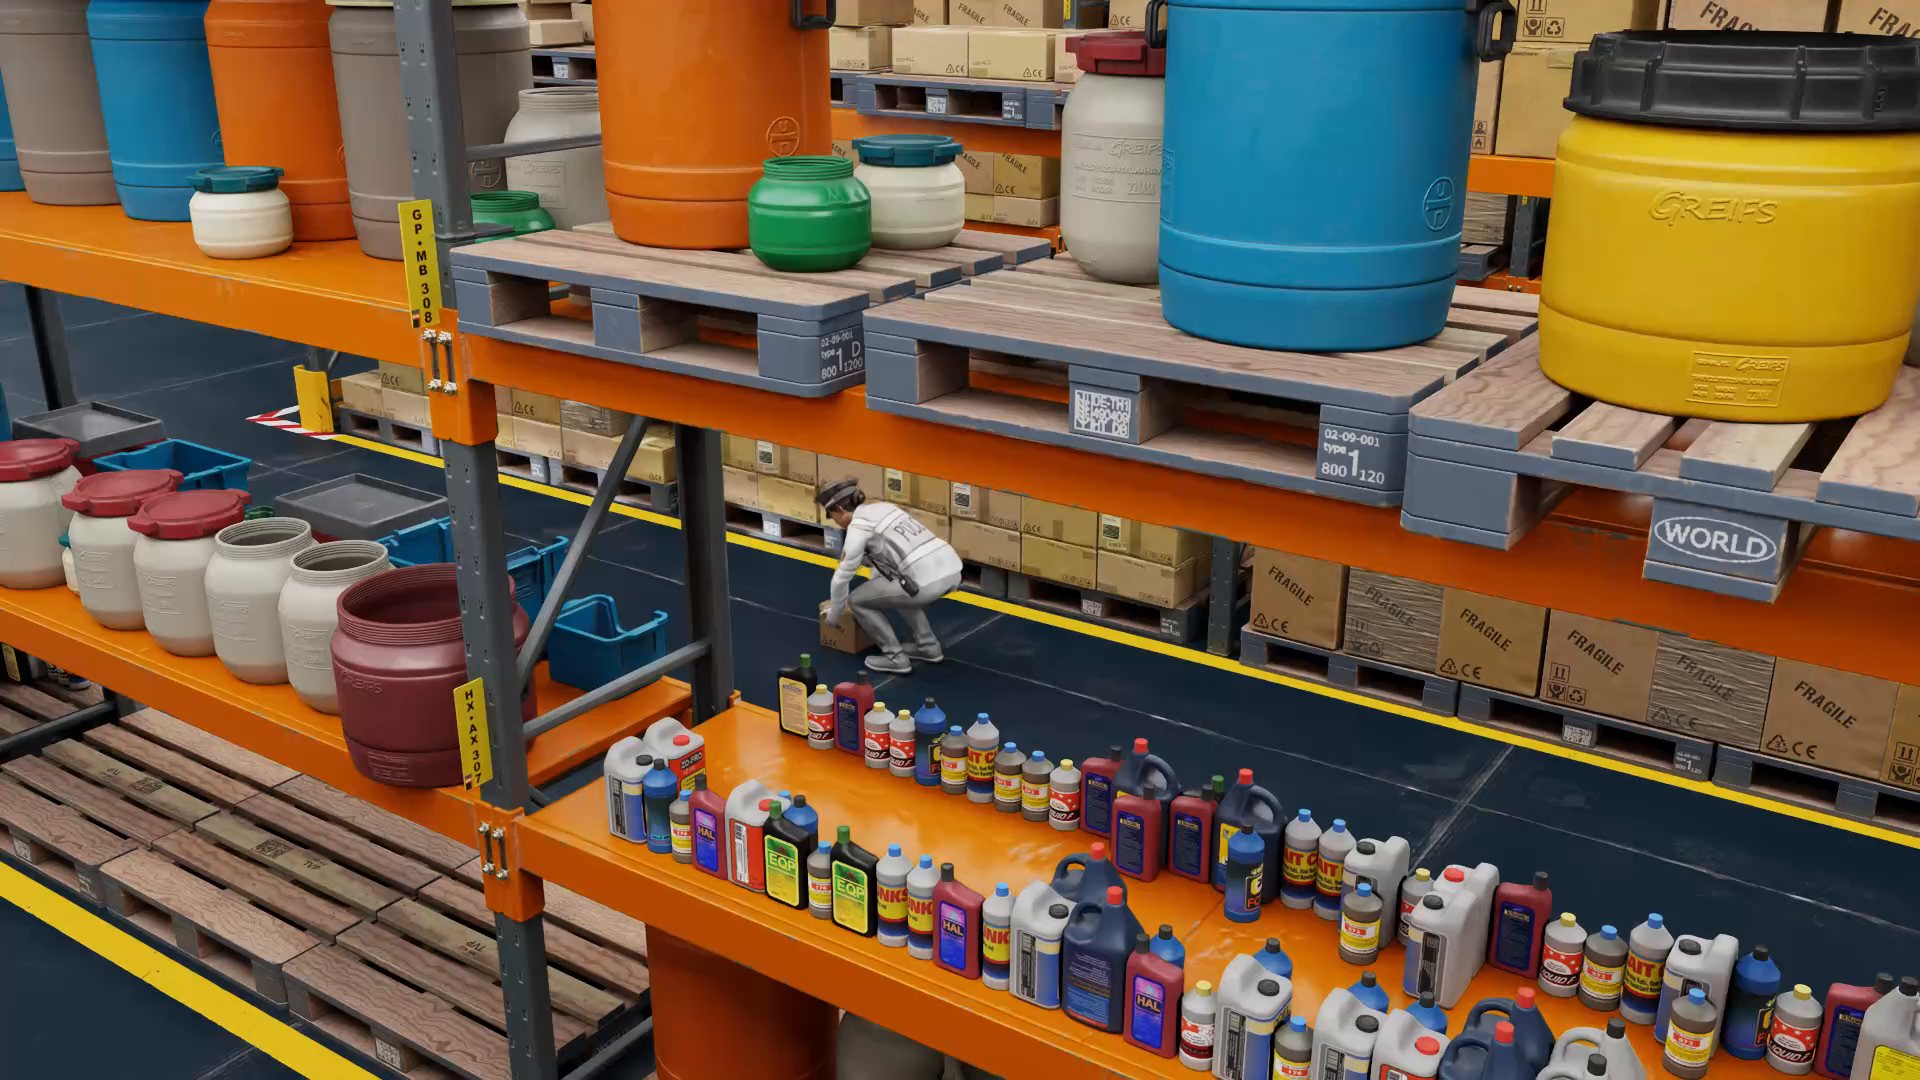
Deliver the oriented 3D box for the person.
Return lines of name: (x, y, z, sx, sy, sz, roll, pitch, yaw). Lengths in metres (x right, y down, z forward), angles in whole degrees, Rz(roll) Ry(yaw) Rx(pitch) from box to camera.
person: (-0.400, 0.190, 8.989, 0.837, 1.028, 0.497, 13, 24, 32)
